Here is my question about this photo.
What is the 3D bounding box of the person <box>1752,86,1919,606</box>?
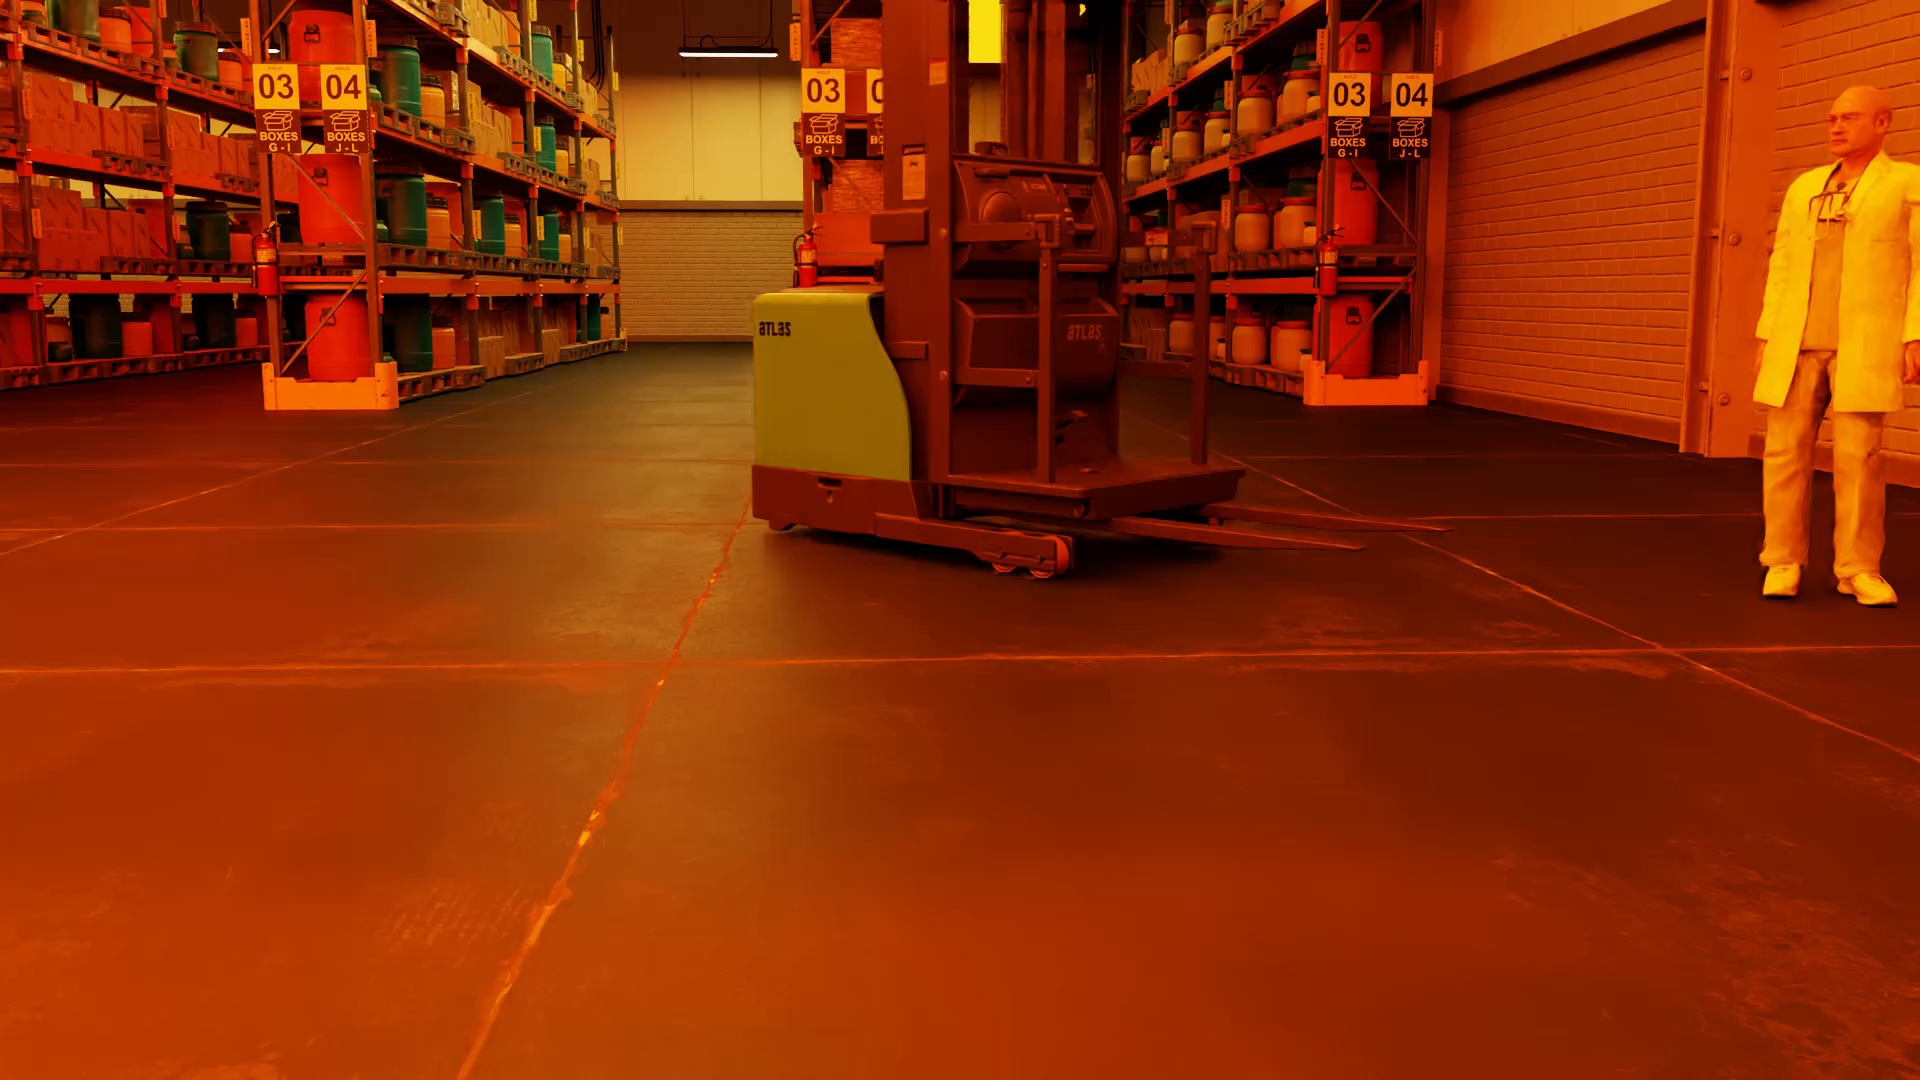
[{"bbox_3d":[3.062,-0.678,5.820,0.400,1.781,0.620,-7,11,-39],"label":"person"}]

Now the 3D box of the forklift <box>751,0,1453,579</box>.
[{"bbox_3d":[0.474,-1.388,6.675,3.031,2.935,1.130,8,12,43],"label":"forklift"}]
